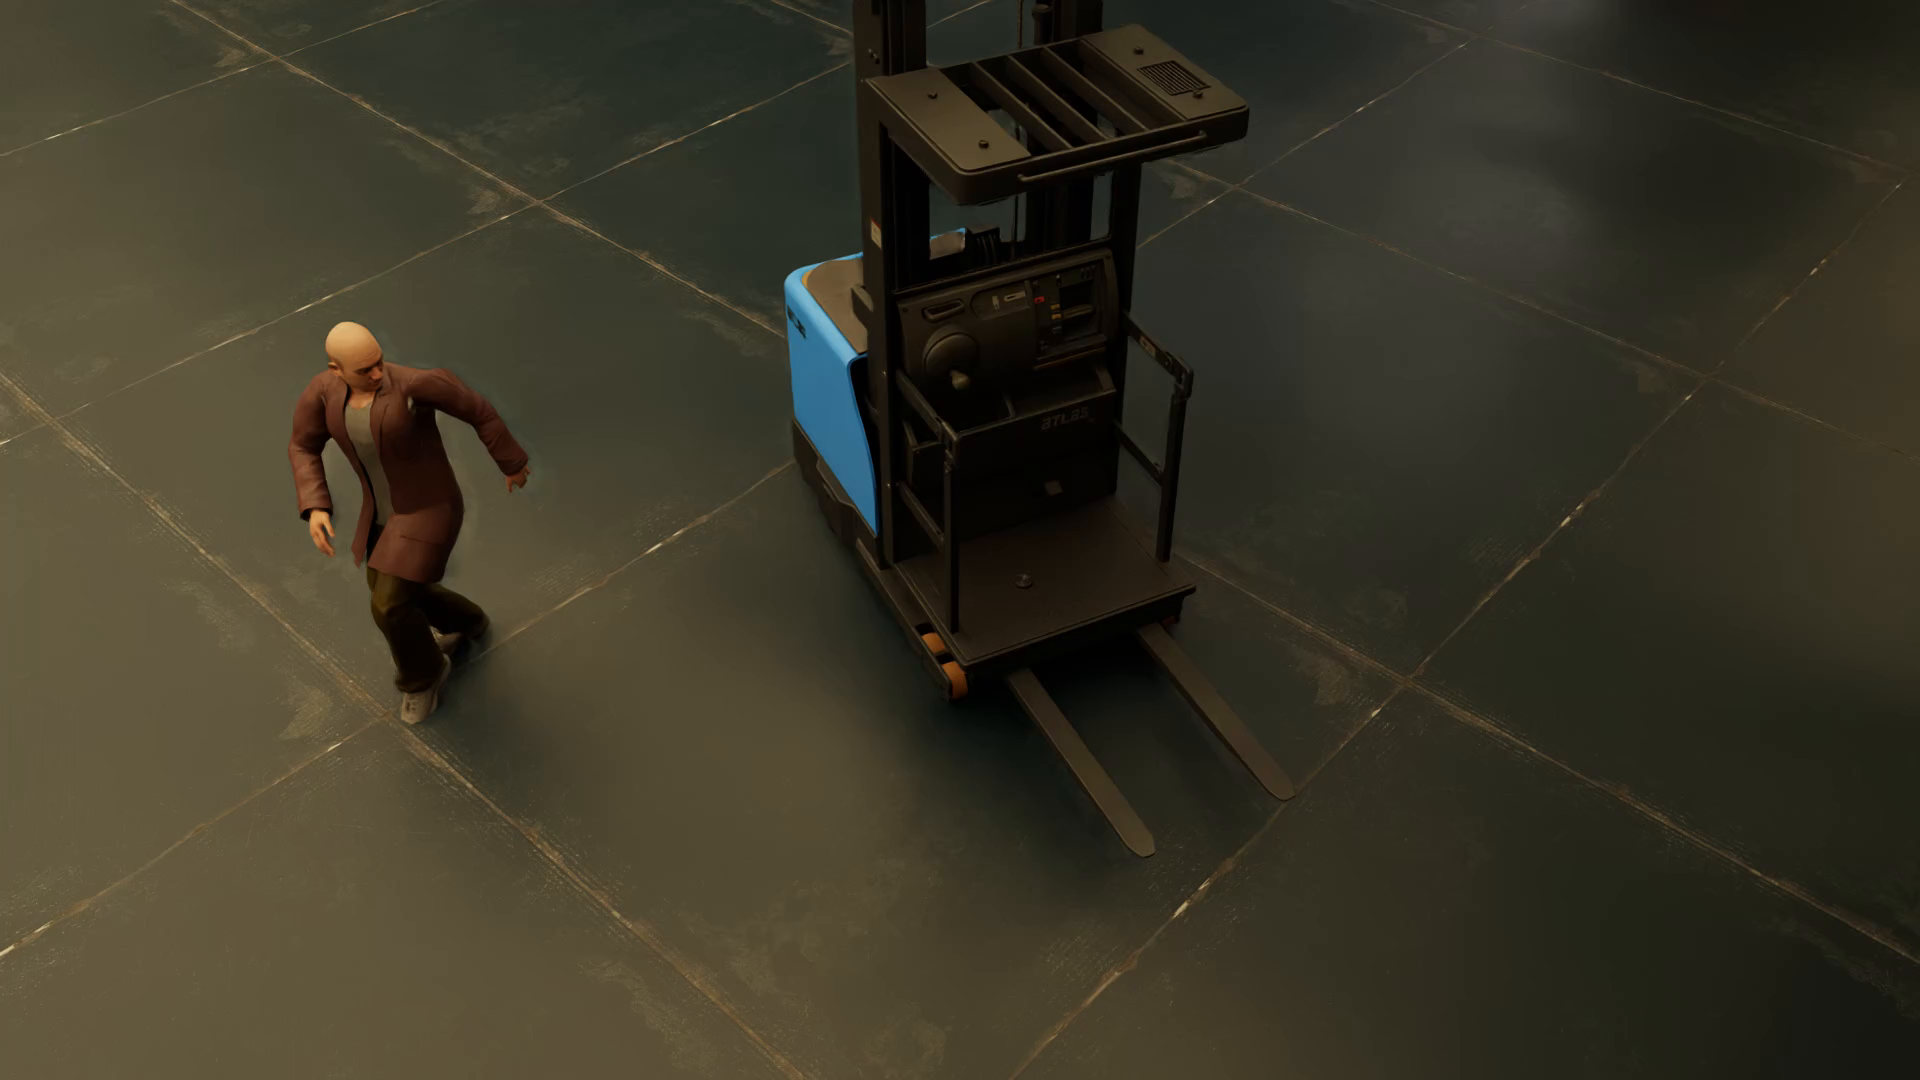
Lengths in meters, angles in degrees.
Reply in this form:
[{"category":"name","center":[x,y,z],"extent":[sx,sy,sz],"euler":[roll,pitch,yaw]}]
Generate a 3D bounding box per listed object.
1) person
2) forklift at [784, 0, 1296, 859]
[{"category":"person","center":[-2.164,-0.102,6.537],"extent":[0.689,1.784,0.825],"euler":[22,45,24]},{"category":"forklift","center":[0.294,-0.776,6.332],"extent":[1.130,2.935,3.031],"euler":[-18,44,-19]}]
